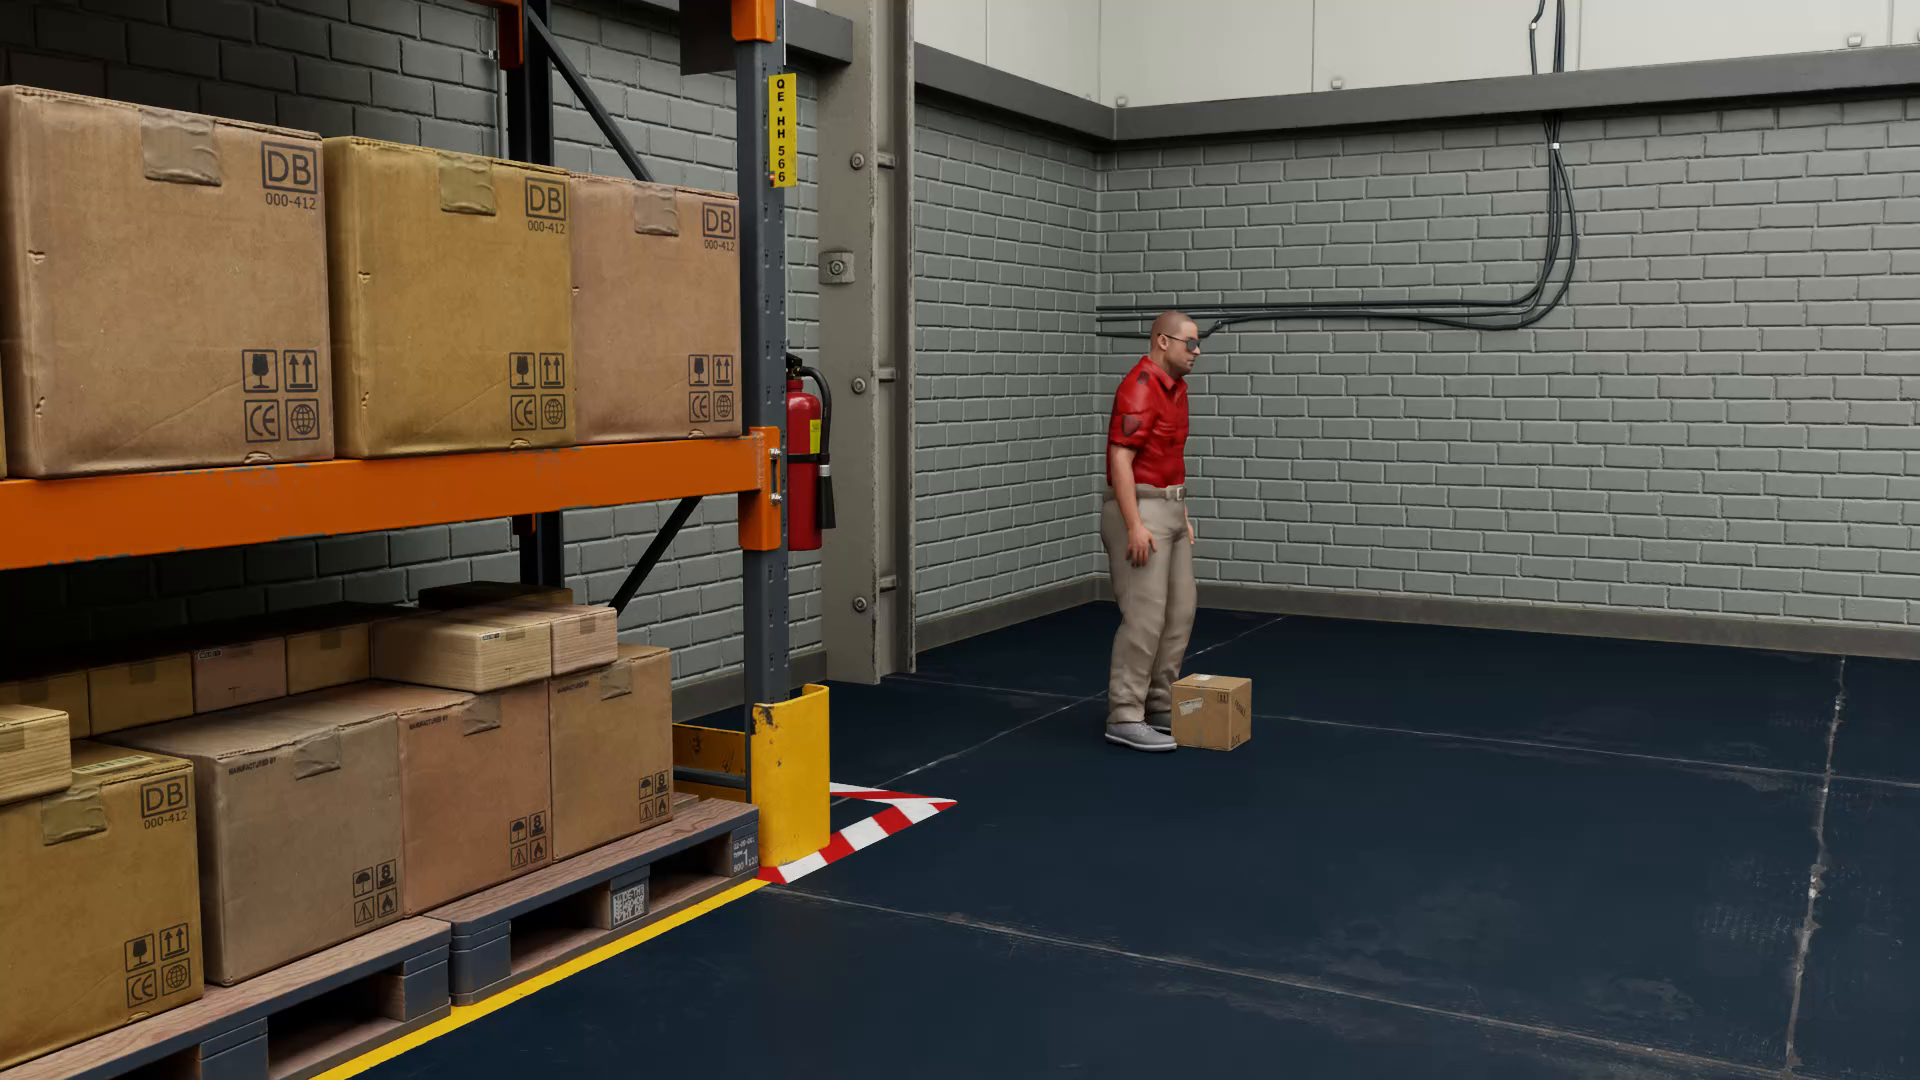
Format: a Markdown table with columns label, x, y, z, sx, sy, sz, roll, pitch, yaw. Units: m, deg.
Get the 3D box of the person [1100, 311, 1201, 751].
| label | x | y | z | sx | sy | sz | roll | pitch | yaw |
| --- | --- | --- | --- | --- | --- | --- | --- | --- | --- |
| person | 0.804 | -0.055 | 6.729 | 0.422 | 1.727 | 0.586 | 3 | 7 | 28 |
